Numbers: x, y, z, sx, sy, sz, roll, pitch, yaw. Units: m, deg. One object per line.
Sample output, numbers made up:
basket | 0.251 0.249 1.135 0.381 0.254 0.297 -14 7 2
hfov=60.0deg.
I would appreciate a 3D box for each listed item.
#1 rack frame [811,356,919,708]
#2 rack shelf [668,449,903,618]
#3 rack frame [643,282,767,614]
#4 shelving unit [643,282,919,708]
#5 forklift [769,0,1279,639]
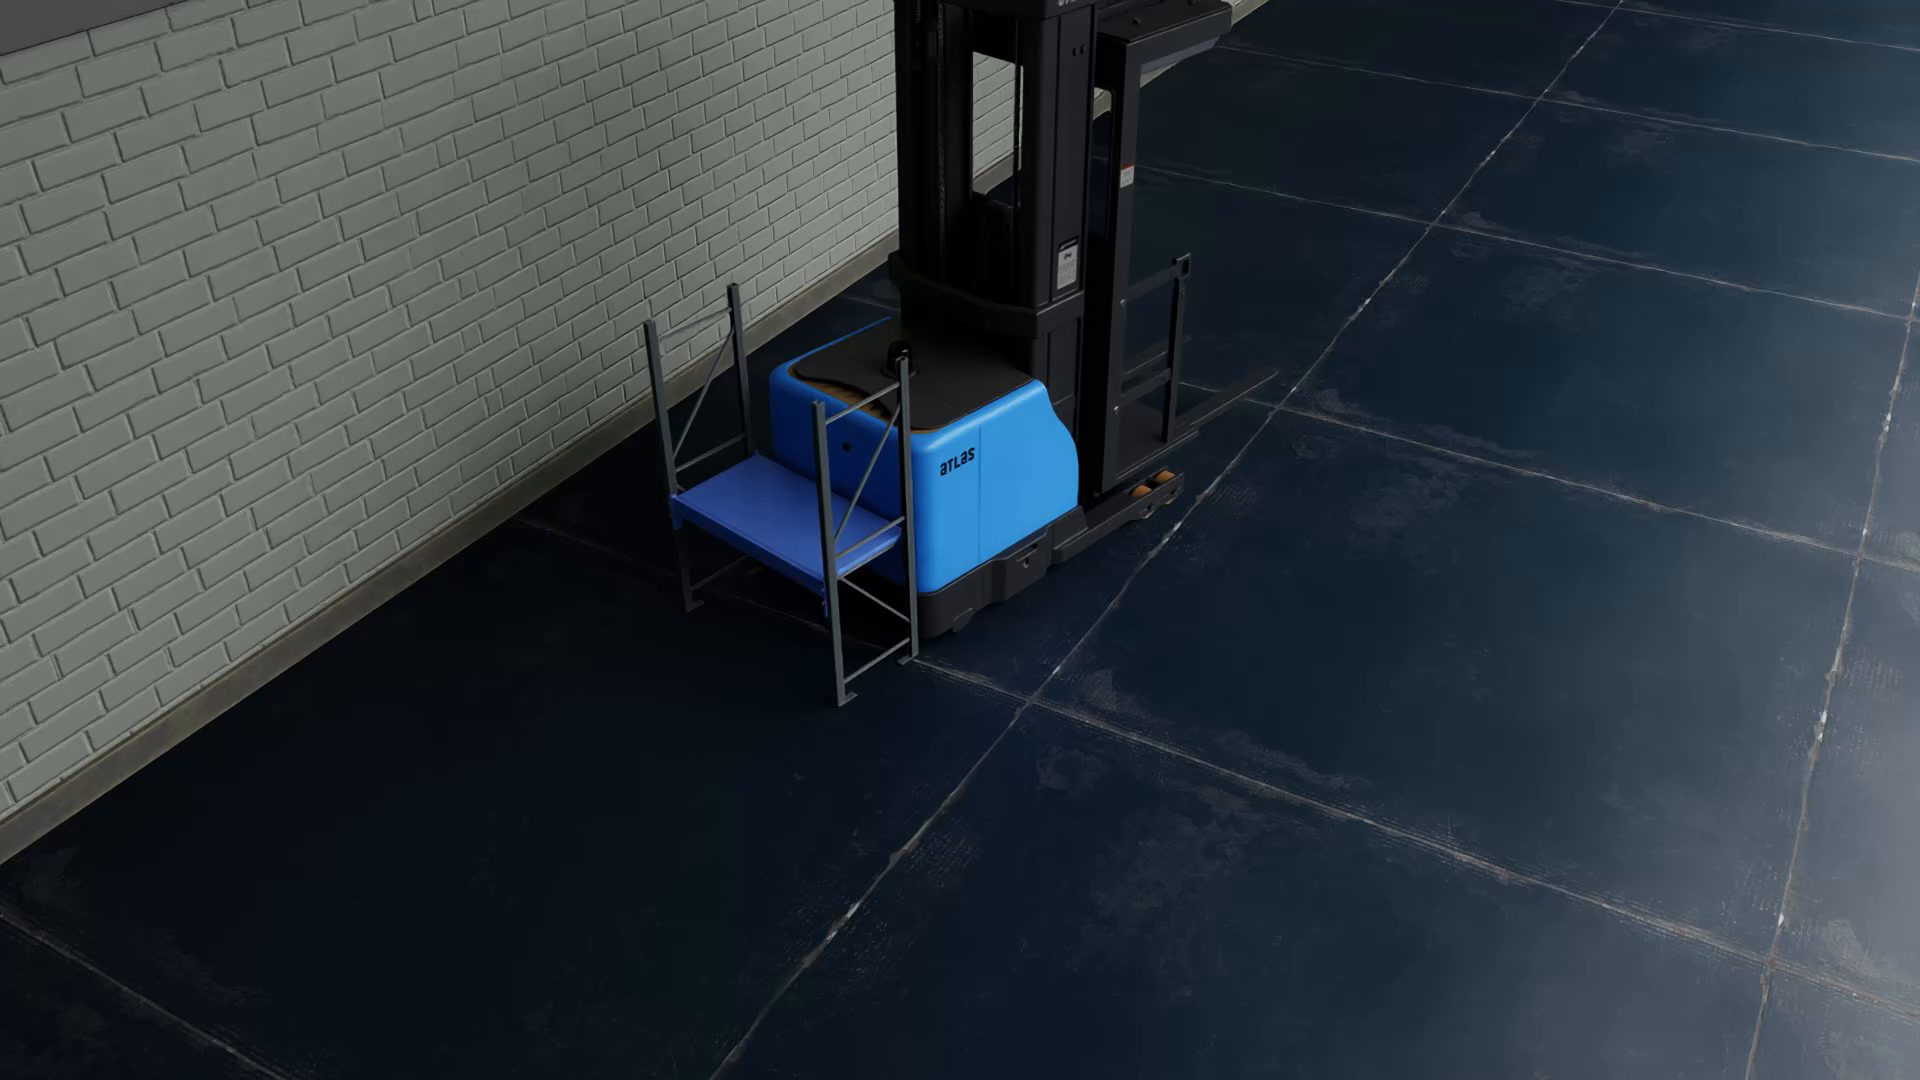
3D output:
rack frame | -0.377 -0.006 6.895 0.032 1.500 0.500 27 43 34
rack shelf | -0.748 -0.048 7.283 1.000 0.185 0.538 27 43 34
rack frame | -1.125 -0.387 7.468 0.032 1.500 0.500 27 43 34
shelving unit | -0.751 -0.196 7.181 1.048 1.500 0.538 27 43 34
forklift | 0.501 -1.502 7.861 1.130 2.935 3.031 28 43 35
